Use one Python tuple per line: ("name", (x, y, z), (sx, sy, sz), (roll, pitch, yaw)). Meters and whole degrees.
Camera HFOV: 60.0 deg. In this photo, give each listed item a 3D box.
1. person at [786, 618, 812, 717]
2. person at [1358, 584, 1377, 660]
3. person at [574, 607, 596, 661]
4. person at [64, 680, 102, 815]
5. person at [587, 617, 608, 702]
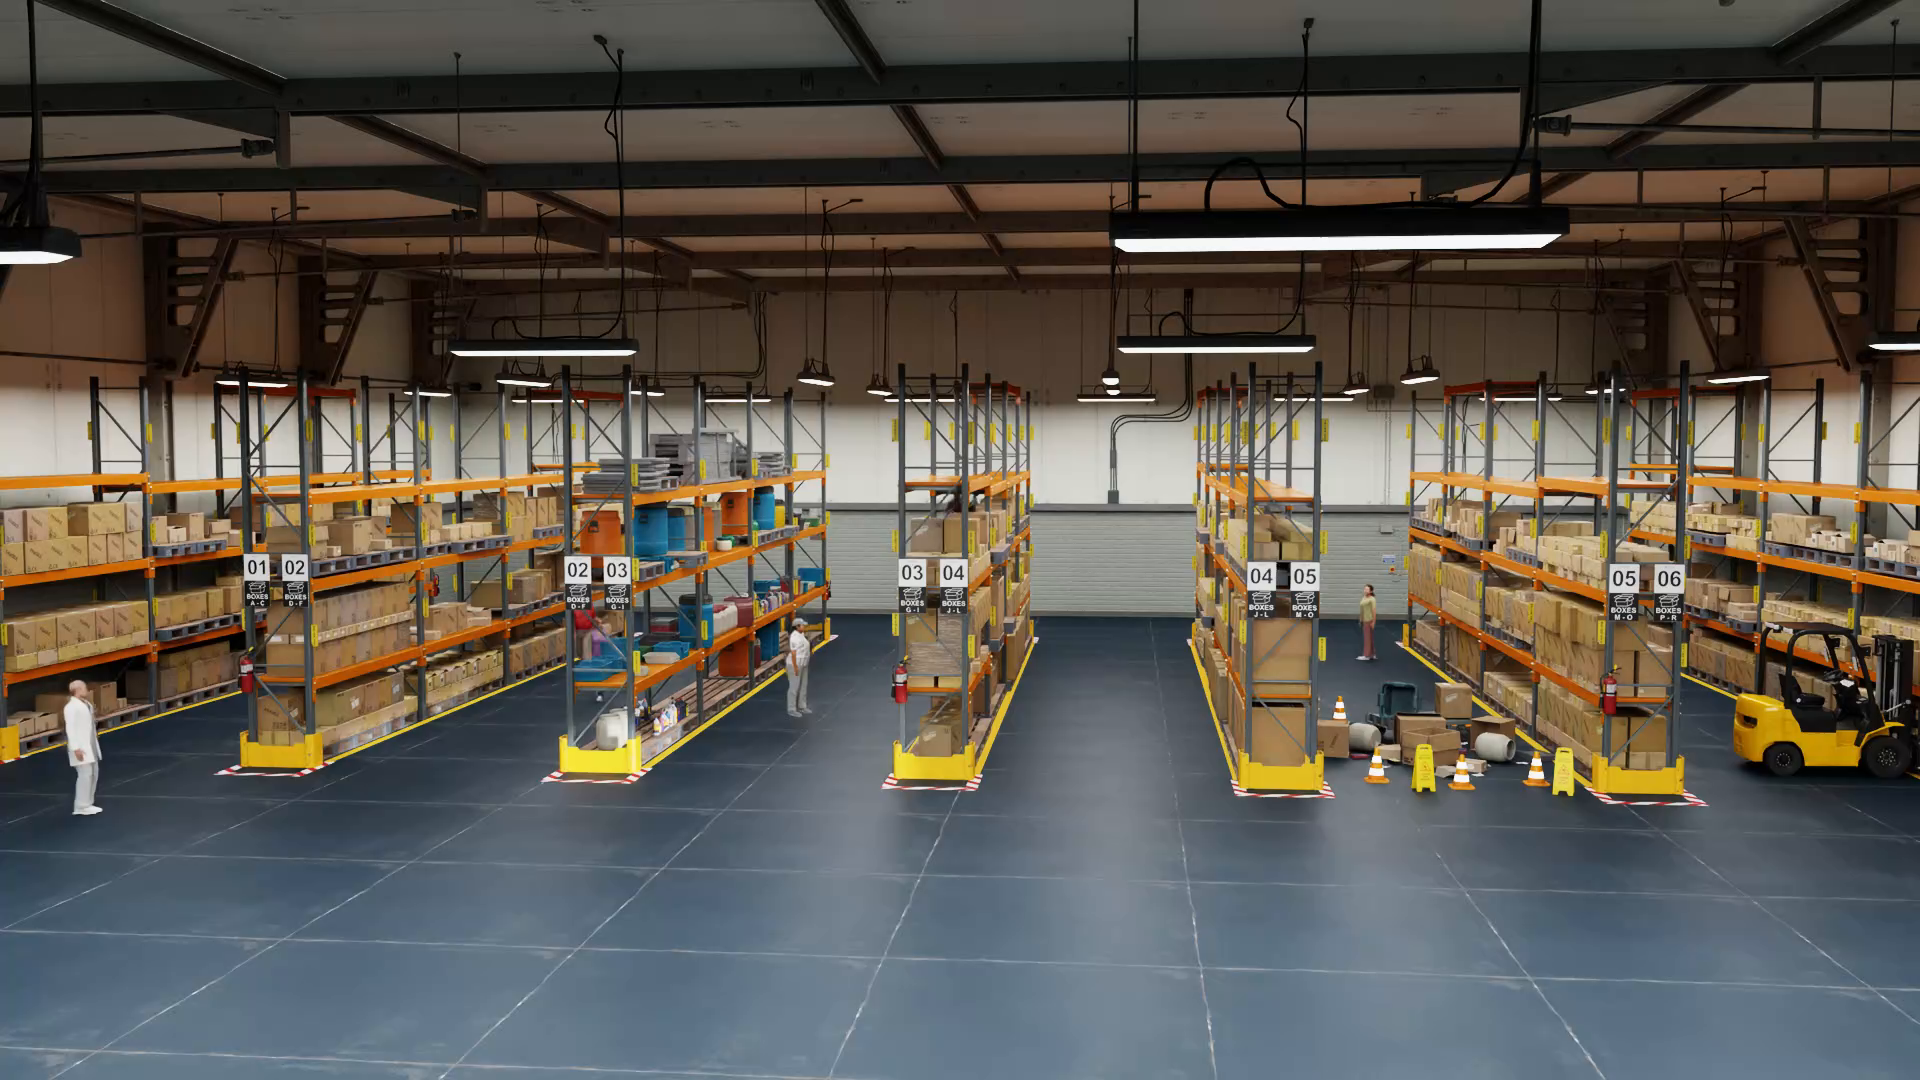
("person", (-2.778, 2.176, 28.646), (0.413, 1.682, 0.571), (1, 4, 16))
("person", (9.004, 1.812, 36.802), (0.440, 1.671, 0.476), (0, 4, 2))
("person", (-7.796, 1.955, 34.254), (0.476, 1.677, 1.004), (0, 4, 5))
("person", (-11.550, 2.747, 21.921), (0.535, 1.825, 0.640), (0, 4, 4))
("person", (-6.777, 2.221, 31.215), (0.379, 1.548, 0.889), (0, 4, 0))
